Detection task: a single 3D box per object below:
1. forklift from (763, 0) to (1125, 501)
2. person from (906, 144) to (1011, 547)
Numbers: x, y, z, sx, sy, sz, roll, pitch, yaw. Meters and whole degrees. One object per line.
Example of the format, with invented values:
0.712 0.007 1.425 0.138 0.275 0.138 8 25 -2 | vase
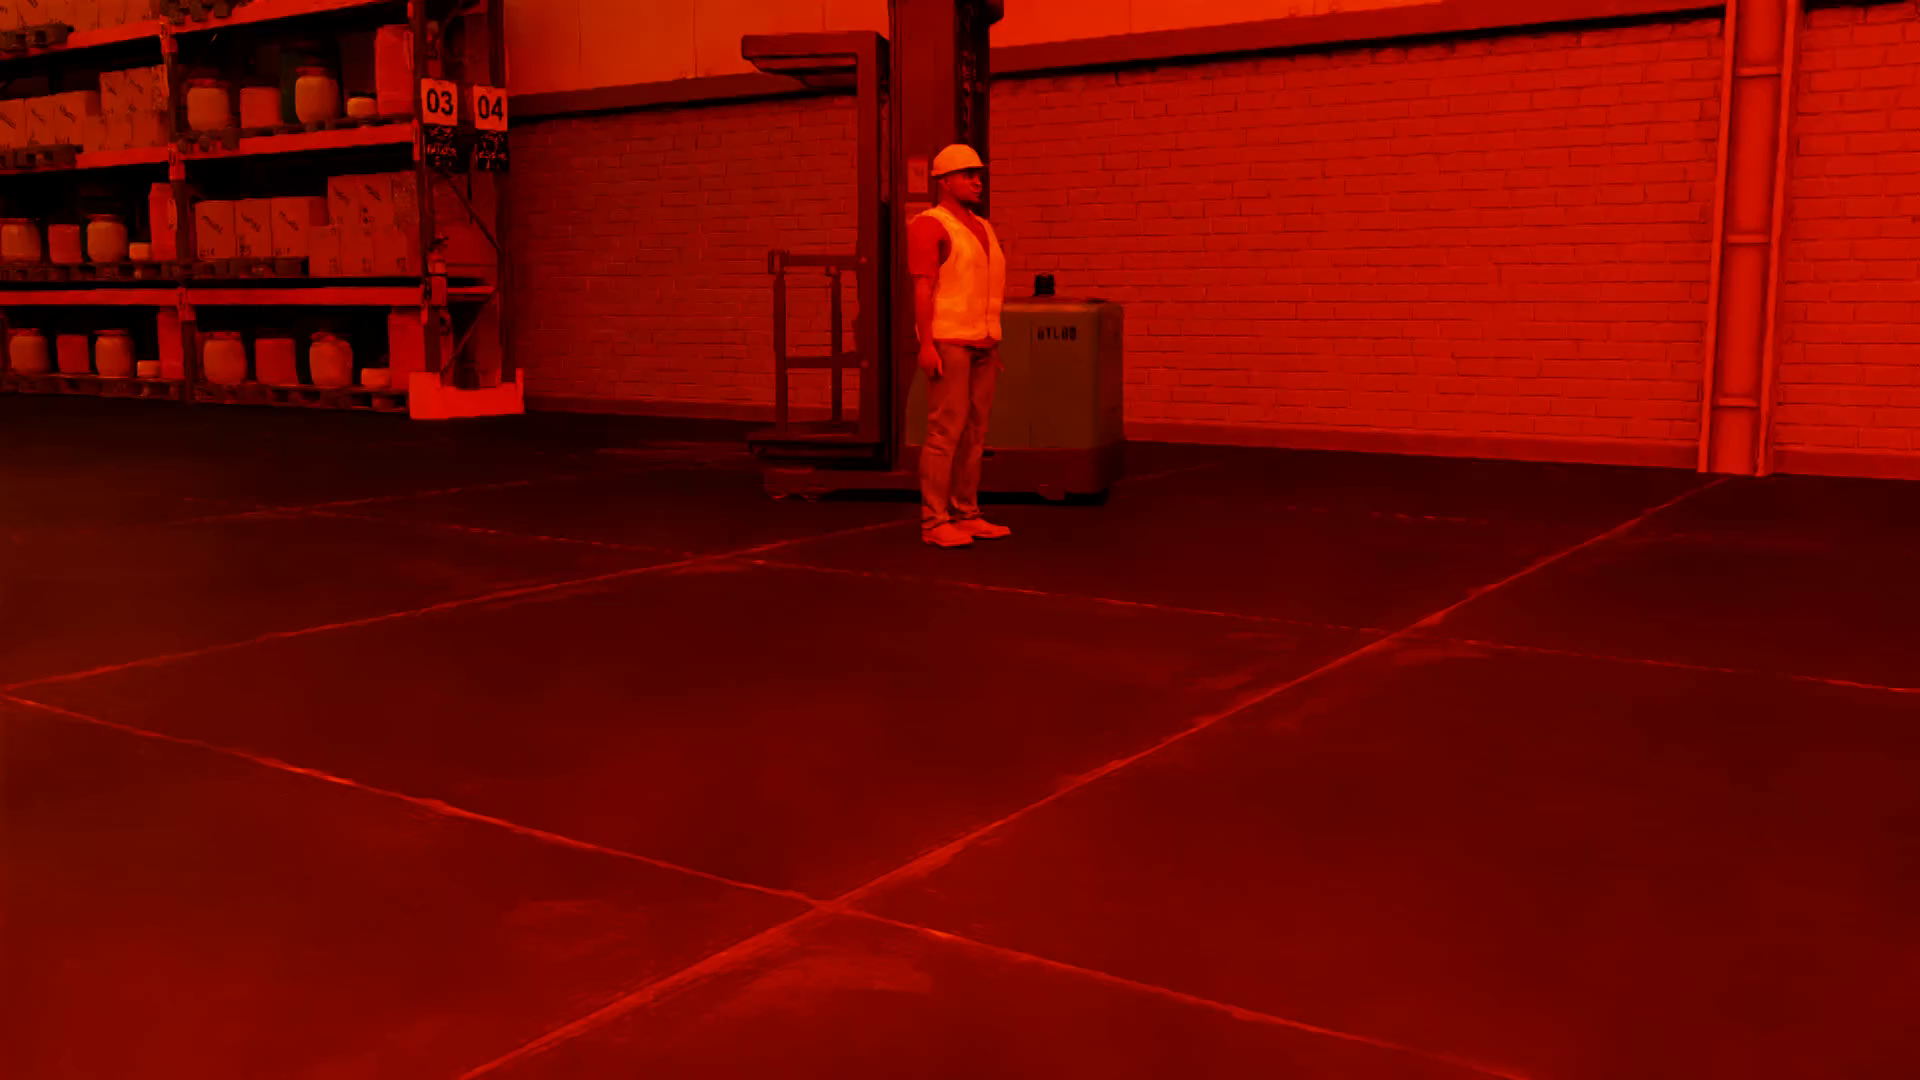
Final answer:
-0.082 -1.684 9.346 1.939 2.843 1.129 2 8 14 | forklift
0.012 -0.874 7.473 0.366 1.771 0.559 5 10 34 | person
